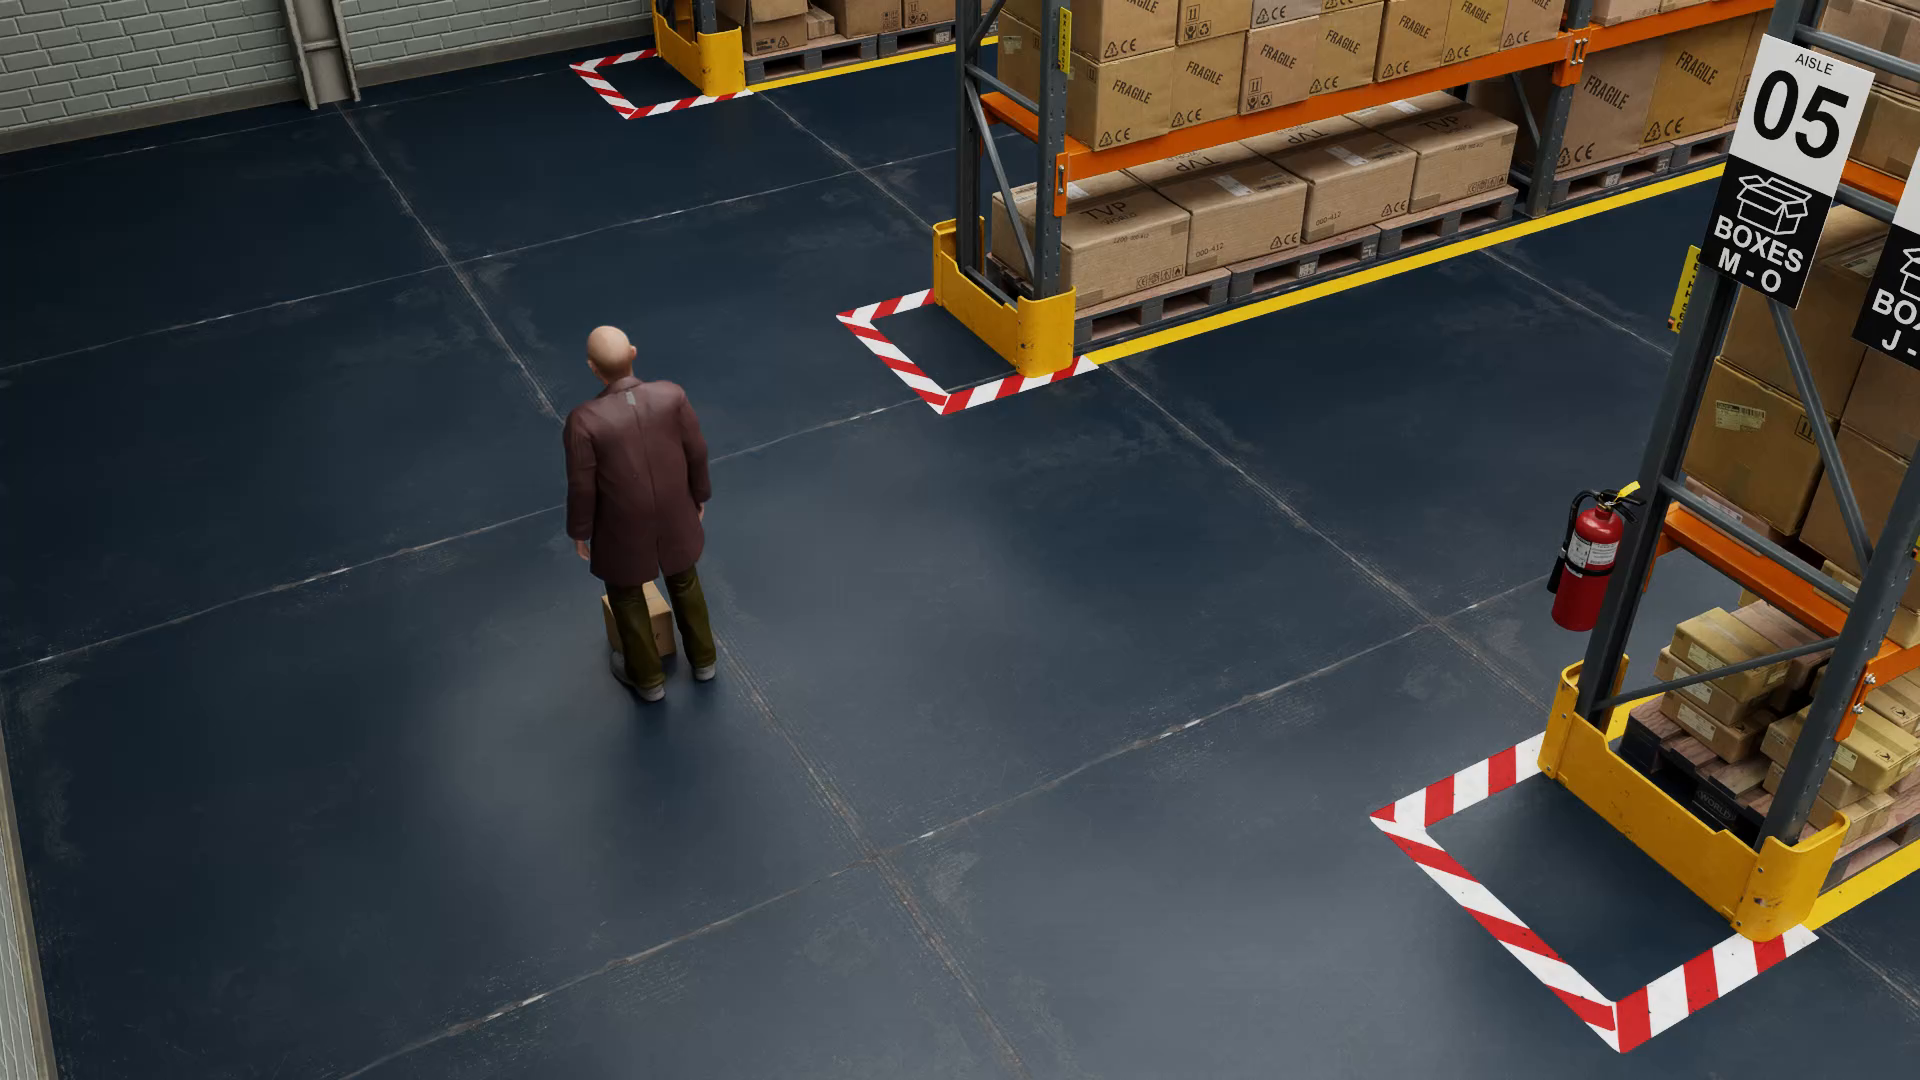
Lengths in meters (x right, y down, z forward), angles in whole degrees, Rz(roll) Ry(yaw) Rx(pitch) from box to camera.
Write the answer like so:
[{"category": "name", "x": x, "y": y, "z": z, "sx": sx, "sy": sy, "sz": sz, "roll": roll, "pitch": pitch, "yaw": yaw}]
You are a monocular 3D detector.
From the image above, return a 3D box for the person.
[{"category": "person", "x": -1.355, "y": -0.100, "z": 7.079, "sx": 0.644, "sy": 1.774, "sz": 0.420, "roll": -19, "pitch": 40, "yaw": -24}]
